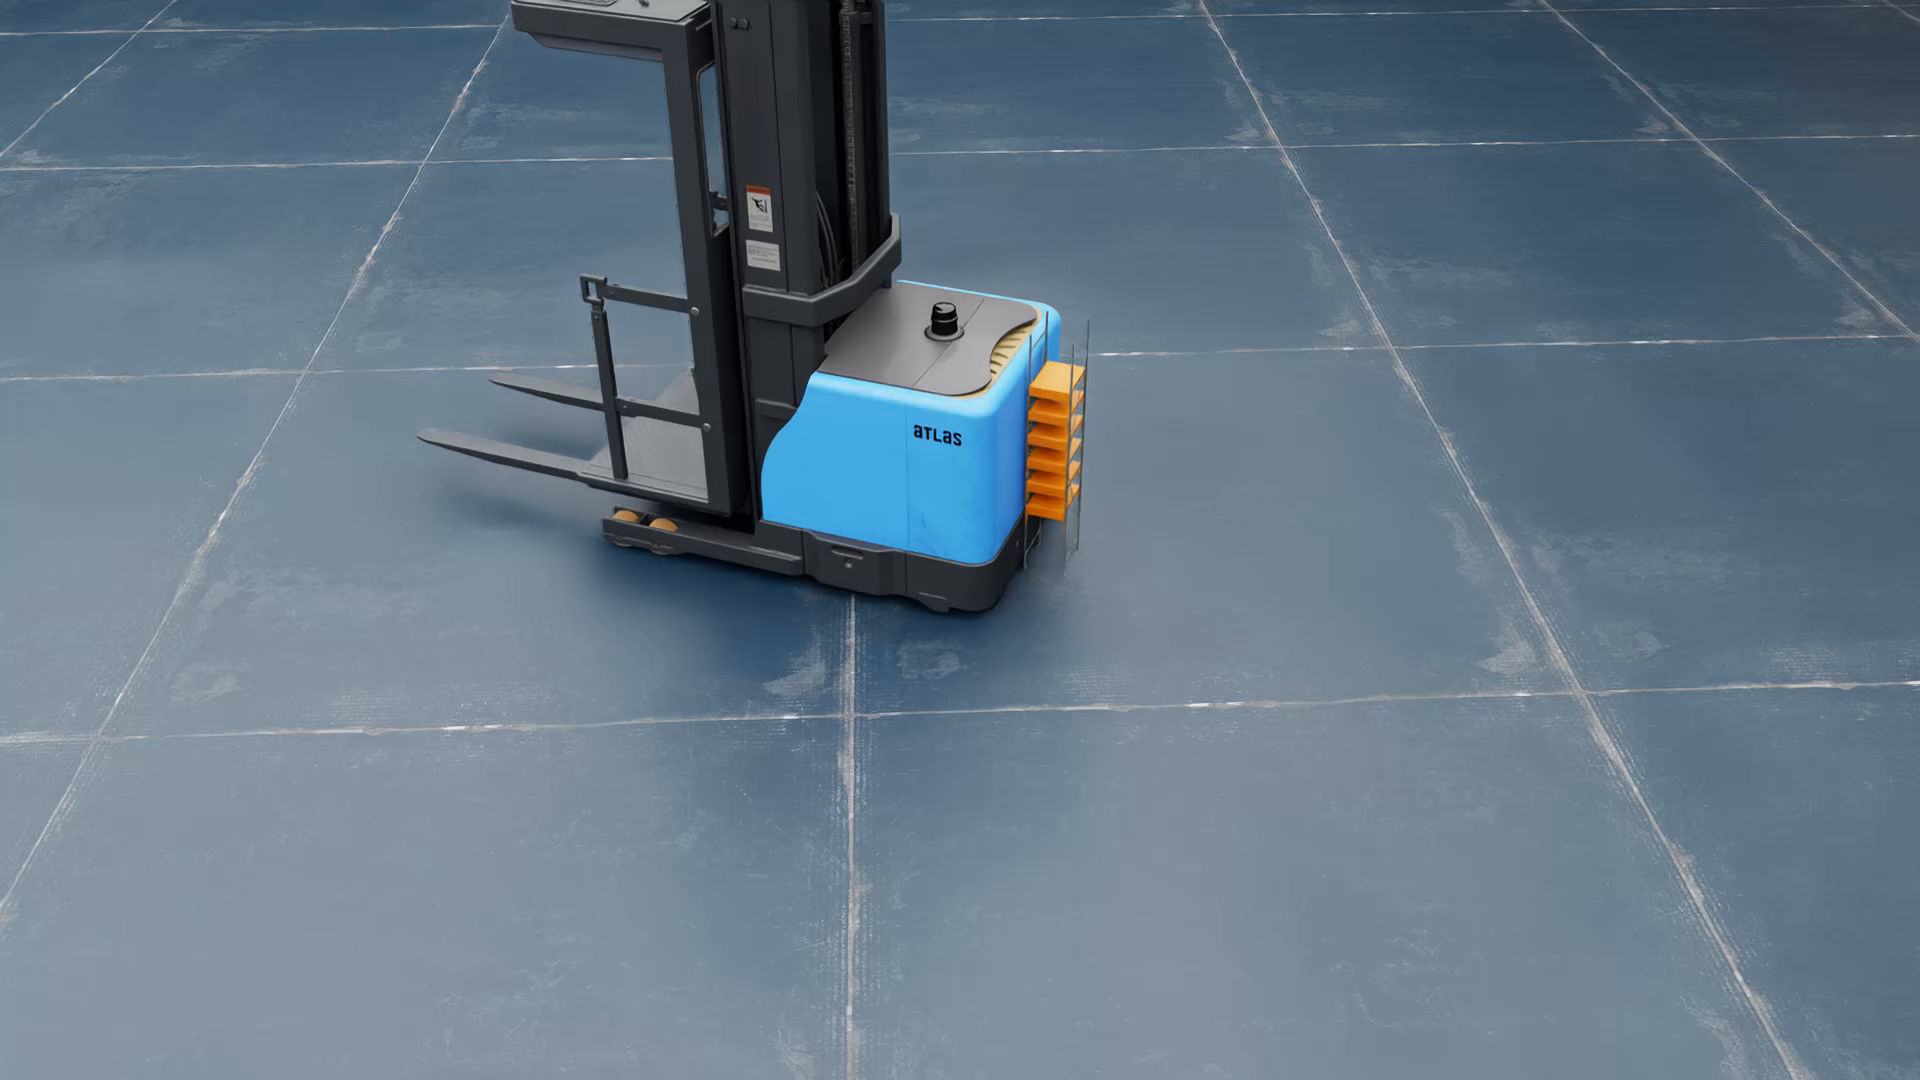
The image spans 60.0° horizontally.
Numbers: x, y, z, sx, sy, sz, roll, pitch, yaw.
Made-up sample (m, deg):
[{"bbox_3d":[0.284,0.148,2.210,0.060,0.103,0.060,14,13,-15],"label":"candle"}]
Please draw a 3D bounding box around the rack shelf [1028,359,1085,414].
[{"bbox_3d":[0.417,-0.657,7.090,0.180,0.103,0.258,12,36,17],"label":"rack shelf"}]

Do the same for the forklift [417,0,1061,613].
[{"bbox_3d":[-1.112,-1.403,7.201,3.031,2.935,1.130,12,36,17],"label":"forklift"}]

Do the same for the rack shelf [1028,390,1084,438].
[{"bbox_3d":[0.417,-0.558,7.159,0.180,0.103,0.258,12,36,17],"label":"rack shelf"}]

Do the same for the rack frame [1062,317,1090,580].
[{"bbox_3d":[0.502,-0.379,7.244,0.006,1.200,0.240,12,36,17],"label":"rack frame"}]

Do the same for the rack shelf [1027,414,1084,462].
[{"bbox_3d":[0.417,-0.460,7.227,0.180,0.103,0.258,12,36,17],"label":"rack shelf"}]

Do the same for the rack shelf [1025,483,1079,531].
[{"bbox_3d":[0.417,-0.164,7.432,0.180,0.103,0.258,12,36,17],"label":"rack shelf"}]

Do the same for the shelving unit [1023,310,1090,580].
[{"bbox_3d":[0.417,-0.398,7.270,0.189,1.200,0.258,12,36,17],"label":"shelving unit"}]

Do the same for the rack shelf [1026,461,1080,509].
[{"bbox_3d":[0.417,-0.262,7.364,0.180,0.103,0.258,12,36,17],"label":"rack shelf"}]

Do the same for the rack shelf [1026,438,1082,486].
[{"bbox_3d":[0.417,-0.361,7.295,0.180,0.103,0.258,12,36,17],"label":"rack shelf"}]

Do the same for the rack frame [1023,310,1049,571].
[{"bbox_3d":[0.331,-0.416,7.296,0.006,1.200,0.240,12,36,17],"label":"rack frame"}]
